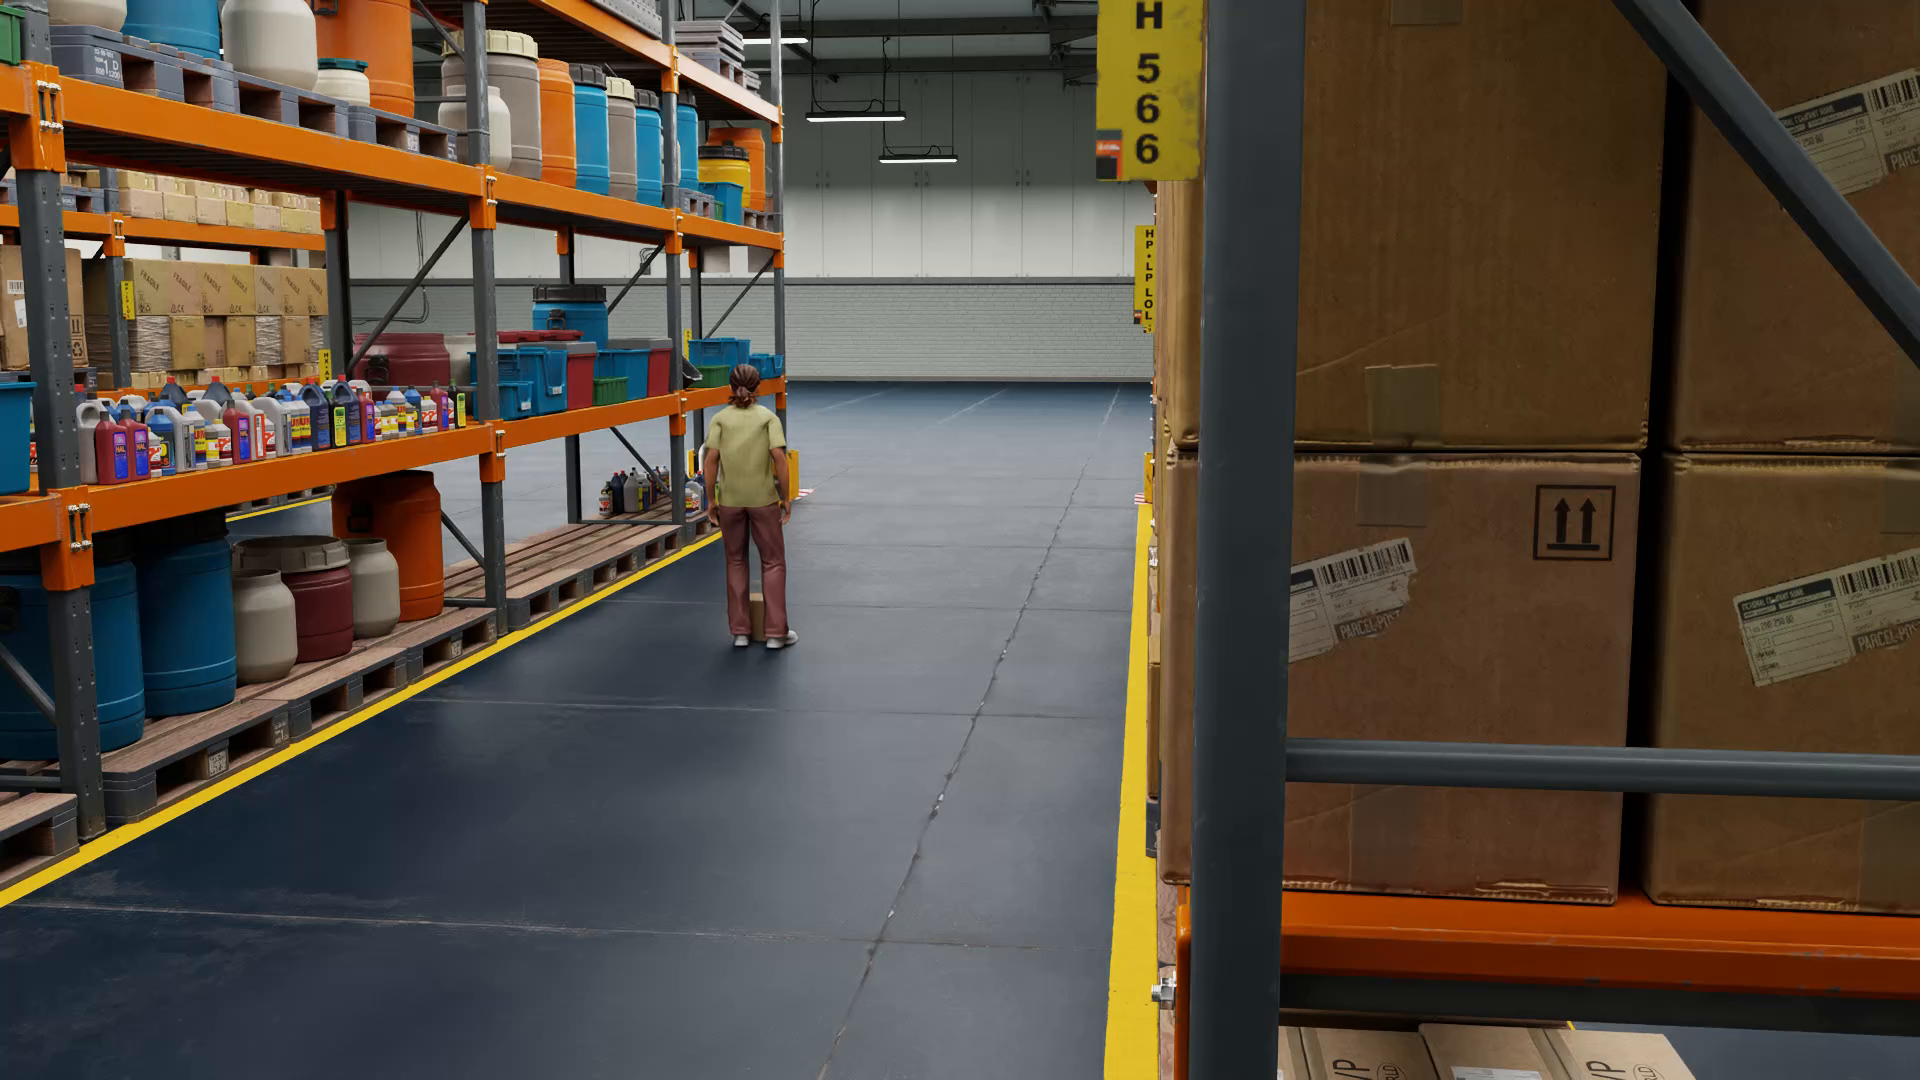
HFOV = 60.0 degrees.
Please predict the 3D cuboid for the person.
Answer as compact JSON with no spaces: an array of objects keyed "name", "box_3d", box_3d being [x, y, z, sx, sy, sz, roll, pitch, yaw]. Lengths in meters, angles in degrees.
[{"name":"person","box_3d":[-1.236,-0.204,9.820,0.511,1.671,0.416,0,8,3]}]
